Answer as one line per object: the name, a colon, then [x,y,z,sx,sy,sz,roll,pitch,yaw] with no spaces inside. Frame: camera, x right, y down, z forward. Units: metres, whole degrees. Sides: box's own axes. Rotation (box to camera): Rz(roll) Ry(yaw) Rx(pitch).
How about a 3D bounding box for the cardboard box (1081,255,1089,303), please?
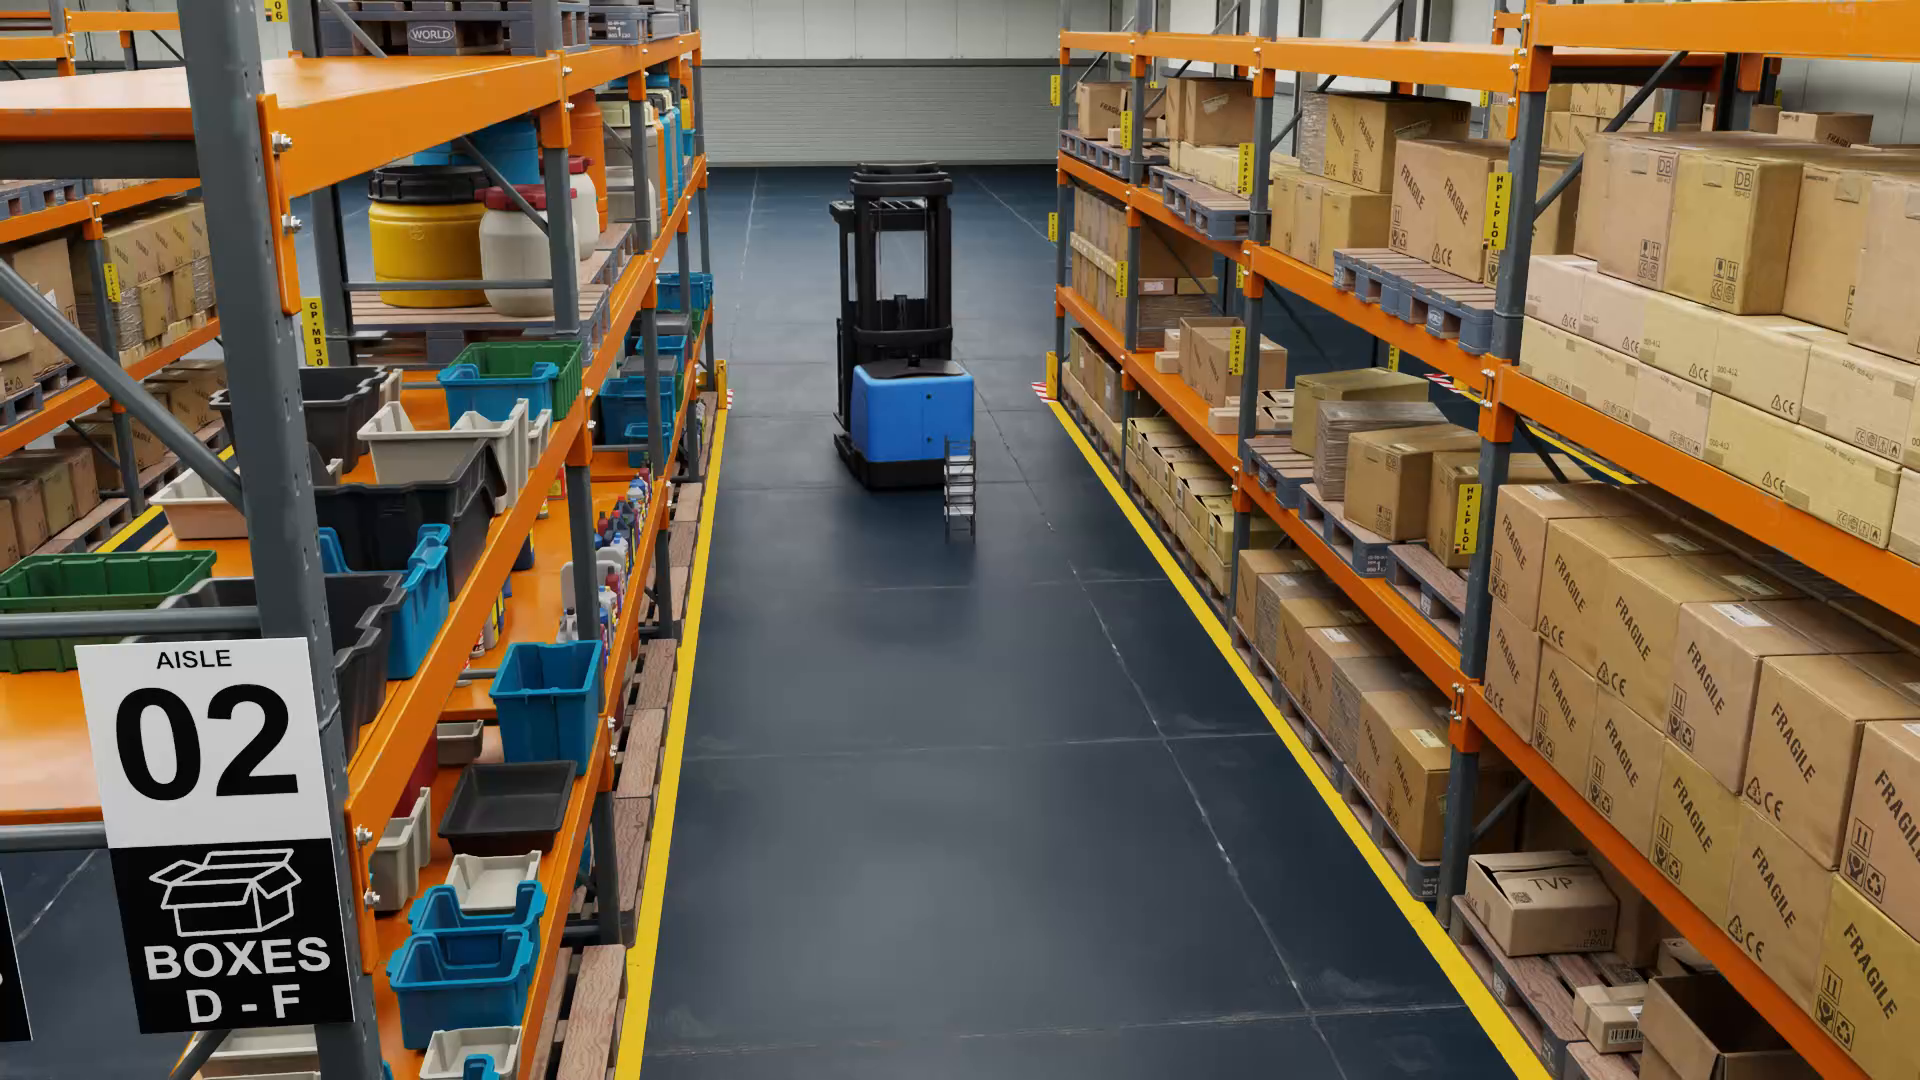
cardboard box: [1.709,-2.887,18.197,0.700,0.500,0.500,-1,17,-4]

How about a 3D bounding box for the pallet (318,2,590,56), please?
pallet: [-2.191,-2.235,7.254,1.003,0.211,1.213,-2,18,-6]

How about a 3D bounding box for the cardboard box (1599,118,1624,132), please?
cardboard box: [6.617,-3.879,16.318,0.500,0.500,0.500,-3,18,-10]

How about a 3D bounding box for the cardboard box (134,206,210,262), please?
cardboard box: [-7.830,-3.042,16.528,0.500,0.500,0.500,-2,18,-6]

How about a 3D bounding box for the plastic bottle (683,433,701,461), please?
plastic bottle: [-2.557,-0.906,15.866,0.152,0.276,0.135,-1,17,-4]

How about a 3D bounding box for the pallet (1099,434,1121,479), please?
pallet: [1.987,-0.851,16.535,1.003,0.211,1.213,-2,18,-6]

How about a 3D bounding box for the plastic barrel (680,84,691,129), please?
plastic barrel: [-3.069,-4.368,17.061,0.600,0.588,0.600,0,17,0]

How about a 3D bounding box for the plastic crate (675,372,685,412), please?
plastic crate: [-2.440,-1.180,13.281,0.450,0.188,0.662,-2,18,-6]

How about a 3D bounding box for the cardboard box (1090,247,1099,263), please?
cardboard box: [1.576,-2.985,17.427,0.380,0.149,0.250,-2,18,-6]

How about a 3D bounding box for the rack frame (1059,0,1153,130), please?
rack frame: [1.615,-5.997,18.256,1.000,3.000,0.127,-2,18,-6]

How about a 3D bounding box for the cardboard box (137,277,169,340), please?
cardboard box: [-7.828,-2.114,15.239,0.875,0.500,0.500,-2,18,-6]

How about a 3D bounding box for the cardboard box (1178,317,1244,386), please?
cardboard box: [2.145,-1.605,14.113,0.500,0.500,0.500,-1,17,-2]

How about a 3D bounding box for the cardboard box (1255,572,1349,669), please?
cardboard box: [2.262,0.532,10.915,0.500,0.500,0.500,-2,18,-8]

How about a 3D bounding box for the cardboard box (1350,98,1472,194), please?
cardboard box: [2.584,-2.273,9.566,0.500,0.500,0.500,-2,18,-6]

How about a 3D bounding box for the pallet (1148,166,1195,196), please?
pallet: [2.131,-3.021,14.102,0.805,0.209,1.217,-2,18,-8]

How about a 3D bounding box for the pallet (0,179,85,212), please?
pallet: [-7.869,-2.792,13.370,1.213,0.211,1.003,-2,18,-6]

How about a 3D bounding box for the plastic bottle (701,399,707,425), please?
plastic bottle: [-2.657,-1.329,17.203,0.061,0.283,0.133,-1,17,-4]

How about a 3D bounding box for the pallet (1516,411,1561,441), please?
pallet: [6.721,-1.330,18.061,1.003,0.211,1.213,-2,18,-6]

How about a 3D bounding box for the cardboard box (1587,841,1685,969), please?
cardboard box: [3.193,1.584,7.562,0.500,0.500,0.500,-2,18,-6]

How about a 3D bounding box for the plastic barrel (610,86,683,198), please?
plastic barrel: [-2.632,-3.317,13.889,0.600,0.901,0.708,-2,18,-6]

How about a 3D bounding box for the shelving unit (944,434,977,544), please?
shelving unit: [0.001,-0.427,14.035,0.258,0.900,0.210,-2,18,-6]

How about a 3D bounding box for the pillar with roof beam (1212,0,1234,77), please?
pillar with roof beam: [1.336,-11.199,34.826,9.100,9.000,0.400,-2,18,-6]

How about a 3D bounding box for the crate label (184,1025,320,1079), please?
crate label: [-1.995,1.475,4.812,0.396,0.136,0.243,-2,18,-6]

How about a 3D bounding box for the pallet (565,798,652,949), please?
pallet: [-2.113,1.692,8.437,1.003,0.211,1.213,-2,18,-6]

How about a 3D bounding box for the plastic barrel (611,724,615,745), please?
plastic barrel: [-2.156,1.034,9.327,0.421,0.512,0.421,0,17,0]

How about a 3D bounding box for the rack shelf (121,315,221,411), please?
rack shelf: [-8.033,-1.891,16.393,1.077,0.370,4.000,-2,18,-6]

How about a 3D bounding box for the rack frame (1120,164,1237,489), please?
rack frame: [2.027,-1.943,15.358,1.000,3.000,0.127,-2,18,-6]

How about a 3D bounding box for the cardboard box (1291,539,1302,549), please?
cardboard box: [2.678,-0.072,12.353,0.500,0.311,0.500,-1,17,-4]

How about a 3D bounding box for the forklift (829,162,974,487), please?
forklift: [-0.680,-2.292,16.585,1.130,2.935,3.031,-4,18,-12]

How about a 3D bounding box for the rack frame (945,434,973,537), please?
rack frame: [-0.010,-0.457,14.131,0.240,0.900,0.006,-2,18,-6]

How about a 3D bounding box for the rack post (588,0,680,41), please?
rack post: [-2.611,-4.165,12.086,1.013,1.000,3.121,-2,18,-6]

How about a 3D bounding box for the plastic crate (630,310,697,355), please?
plastic crate: [-2.827,-1.921,15.393,0.767,0.338,0.504,-2,18,-6]

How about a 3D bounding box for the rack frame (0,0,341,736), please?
rack frame: [-1.662,-1.078,2.588,1.000,3.000,0.127,-2,18,-6]

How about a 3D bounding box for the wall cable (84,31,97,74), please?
wall cable: [-25.940,-13.371,46.929,3.097,2.526,0.112,-2,18,-6]

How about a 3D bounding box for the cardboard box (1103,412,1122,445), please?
cardboard box: [1.720,-1.112,16.601,0.500,0.250,0.500,-2,18,-6]

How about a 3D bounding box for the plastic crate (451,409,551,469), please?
plastic crate: [-1.565,-0.346,5.703,0.293,0.136,0.466,-2,18,-6]

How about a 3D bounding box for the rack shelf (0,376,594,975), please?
rack shelf: [-1.869,0.100,5.043,1.077,0.370,4.000,-2,18,-6]

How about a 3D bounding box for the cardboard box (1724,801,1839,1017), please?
cardboard box: [2.845,1.156,5.320,0.500,0.500,0.500,-2,18,-5]

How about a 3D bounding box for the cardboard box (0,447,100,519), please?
cardboard box: [-7.785,-0.472,14.111,0.700,0.500,0.500,-3,18,-10]

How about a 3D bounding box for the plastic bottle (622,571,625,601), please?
plastic bottle: [-1.824,0.226,8.781,0.097,0.201,0.097,0,17,0]

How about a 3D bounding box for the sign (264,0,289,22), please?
sign: [-2.622,-2.154,6.363,0.100,0.325,0.005,-2,18,-6]

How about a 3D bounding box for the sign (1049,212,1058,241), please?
sign: [1.062,-3.570,18.964,0.100,0.325,0.005,-2,18,-6]

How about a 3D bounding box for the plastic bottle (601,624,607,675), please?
plastic bottle: [-1.702,0.486,7.817,0.061,0.283,0.133,-2,18,-6]

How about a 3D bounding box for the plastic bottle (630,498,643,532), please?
plastic bottle: [-1.954,-0.149,9.974,0.097,0.201,0.097,0,17,0]

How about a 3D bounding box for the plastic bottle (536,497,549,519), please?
plastic bottle: [-2.594,-0.237,10.257,0.097,0.201,0.097,0,17,0]

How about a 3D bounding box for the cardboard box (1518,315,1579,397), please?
cardboard box: [2.656,-0.767,6.854,0.500,0.250,0.500,-2,18,-6]

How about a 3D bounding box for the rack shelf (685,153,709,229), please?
rack shelf: [-3.106,-3.475,16.431,1.077,0.370,4.000,-2,18,-6]

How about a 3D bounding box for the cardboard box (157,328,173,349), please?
cardboard box: [-7.636,-1.890,15.609,0.380,0.149,0.250,-2,18,-6]

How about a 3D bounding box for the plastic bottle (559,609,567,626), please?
plastic bottle: [-1.904,0.438,8.106,0.097,0.201,0.097,0,17,0]

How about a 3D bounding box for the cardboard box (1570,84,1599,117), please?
cardboard box: [6.502,-4.522,16.695,0.500,0.500,0.500,-2,18,-8]

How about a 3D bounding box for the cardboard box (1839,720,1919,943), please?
cardboard box: [2.893,0.833,4.680,0.500,0.500,0.500,-1,17,-4]

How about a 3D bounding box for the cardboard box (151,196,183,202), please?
cardboard box: [-8.453,-3.324,17.425,0.500,0.500,0.500,-2,18,-6]

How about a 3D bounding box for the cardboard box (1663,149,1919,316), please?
cardboard box: [2.909,-1.070,5.732,0.700,0.500,0.500,-2,18,-6]

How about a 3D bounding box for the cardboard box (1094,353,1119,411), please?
cardboard box: [1.667,-1.619,16.963,0.500,0.500,0.500,-2,18,-6]

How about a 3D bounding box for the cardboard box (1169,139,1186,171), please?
cardboard box: [2.081,-3.319,14.283,0.500,0.250,0.500,0,17,0]

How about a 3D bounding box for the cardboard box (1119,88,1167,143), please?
cardboard box: [1.983,-4.185,16.385,0.797,0.503,0.637,0,17,0]

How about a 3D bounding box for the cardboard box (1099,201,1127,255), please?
cardboard box: [1.820,-3.190,16.998,0.700,0.500,0.500,-2,18,-6]
